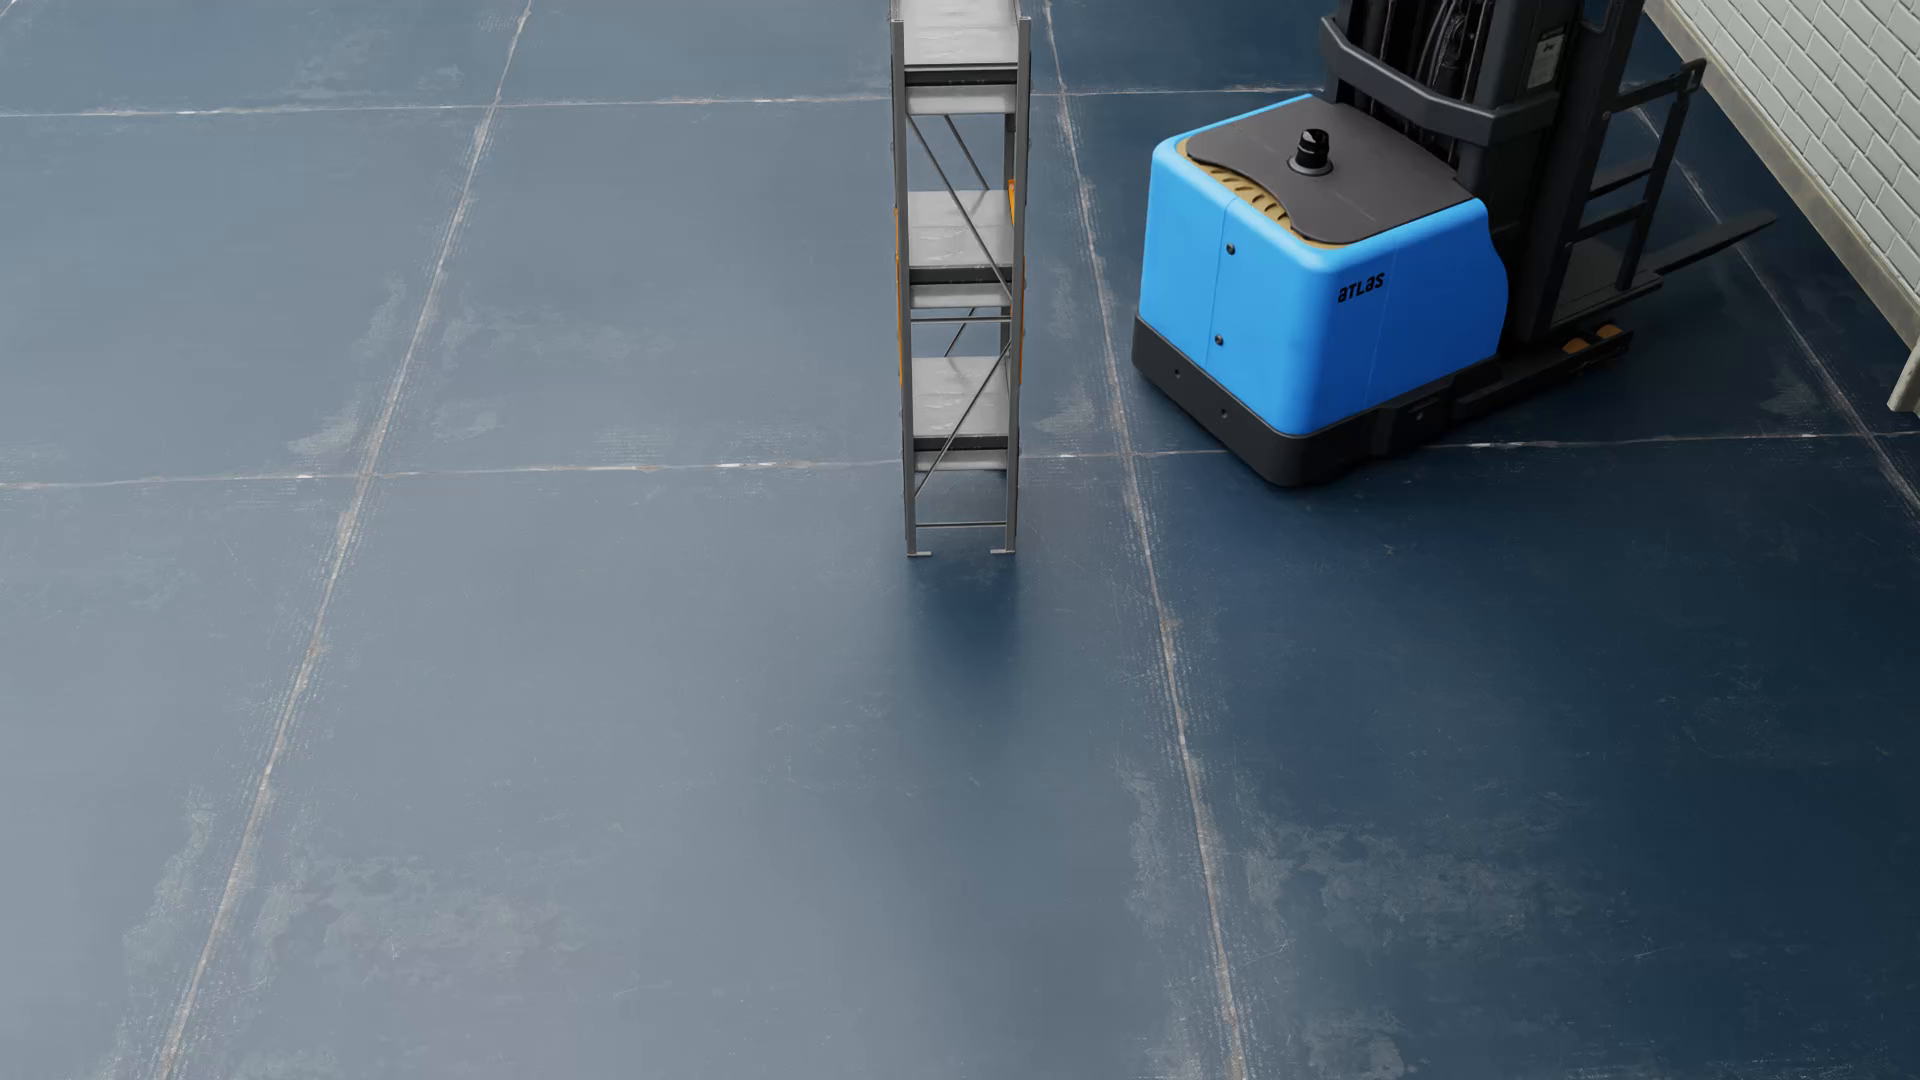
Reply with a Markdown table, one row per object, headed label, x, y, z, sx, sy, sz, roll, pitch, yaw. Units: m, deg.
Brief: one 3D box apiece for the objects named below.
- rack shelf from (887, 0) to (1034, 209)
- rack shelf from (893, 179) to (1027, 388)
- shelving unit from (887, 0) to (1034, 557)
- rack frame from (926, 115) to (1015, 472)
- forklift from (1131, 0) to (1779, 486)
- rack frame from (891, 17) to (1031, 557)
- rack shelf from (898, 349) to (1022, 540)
| label | x | y | z | sx | sy | sz | roll | pitch | yaw |
| --- | --- | --- | --- | --- | --- | --- | --- | --- | --- |
| rack shelf | -0.007 | -1.392 | 5.199 | 0.431 | 0.518 | 0.480 | -2 | 43 | -2 |
| rack shelf | -0.007 | -0.876 | 5.672 | 0.431 | 0.518 | 0.480 | -2 | 43 | -2 |
| shelving unit | -0.007 | -0.886 | 5.662 | 0.431 | 2.100 | 0.503 | -2 | 43 | -2 |
| rack frame | -0.017 | -1.051 | 5.842 | 0.400 | 2.100 | 0.015 | -2 | 43 | -2 |
| forklift | 2.243 | -2.042 | 6.308 | 3.031 | 2.935 | 1.130 | -23 | 47 | -23 |
| rack frame | 0.003 | -0.721 | 5.483 | 0.400 | 2.100 | 0.015 | -2 | 43 | -2 |
| rack shelf | -0.007 | -0.360 | 6.145 | 0.431 | 0.518 | 0.480 | -2 | 43 | -2 |
